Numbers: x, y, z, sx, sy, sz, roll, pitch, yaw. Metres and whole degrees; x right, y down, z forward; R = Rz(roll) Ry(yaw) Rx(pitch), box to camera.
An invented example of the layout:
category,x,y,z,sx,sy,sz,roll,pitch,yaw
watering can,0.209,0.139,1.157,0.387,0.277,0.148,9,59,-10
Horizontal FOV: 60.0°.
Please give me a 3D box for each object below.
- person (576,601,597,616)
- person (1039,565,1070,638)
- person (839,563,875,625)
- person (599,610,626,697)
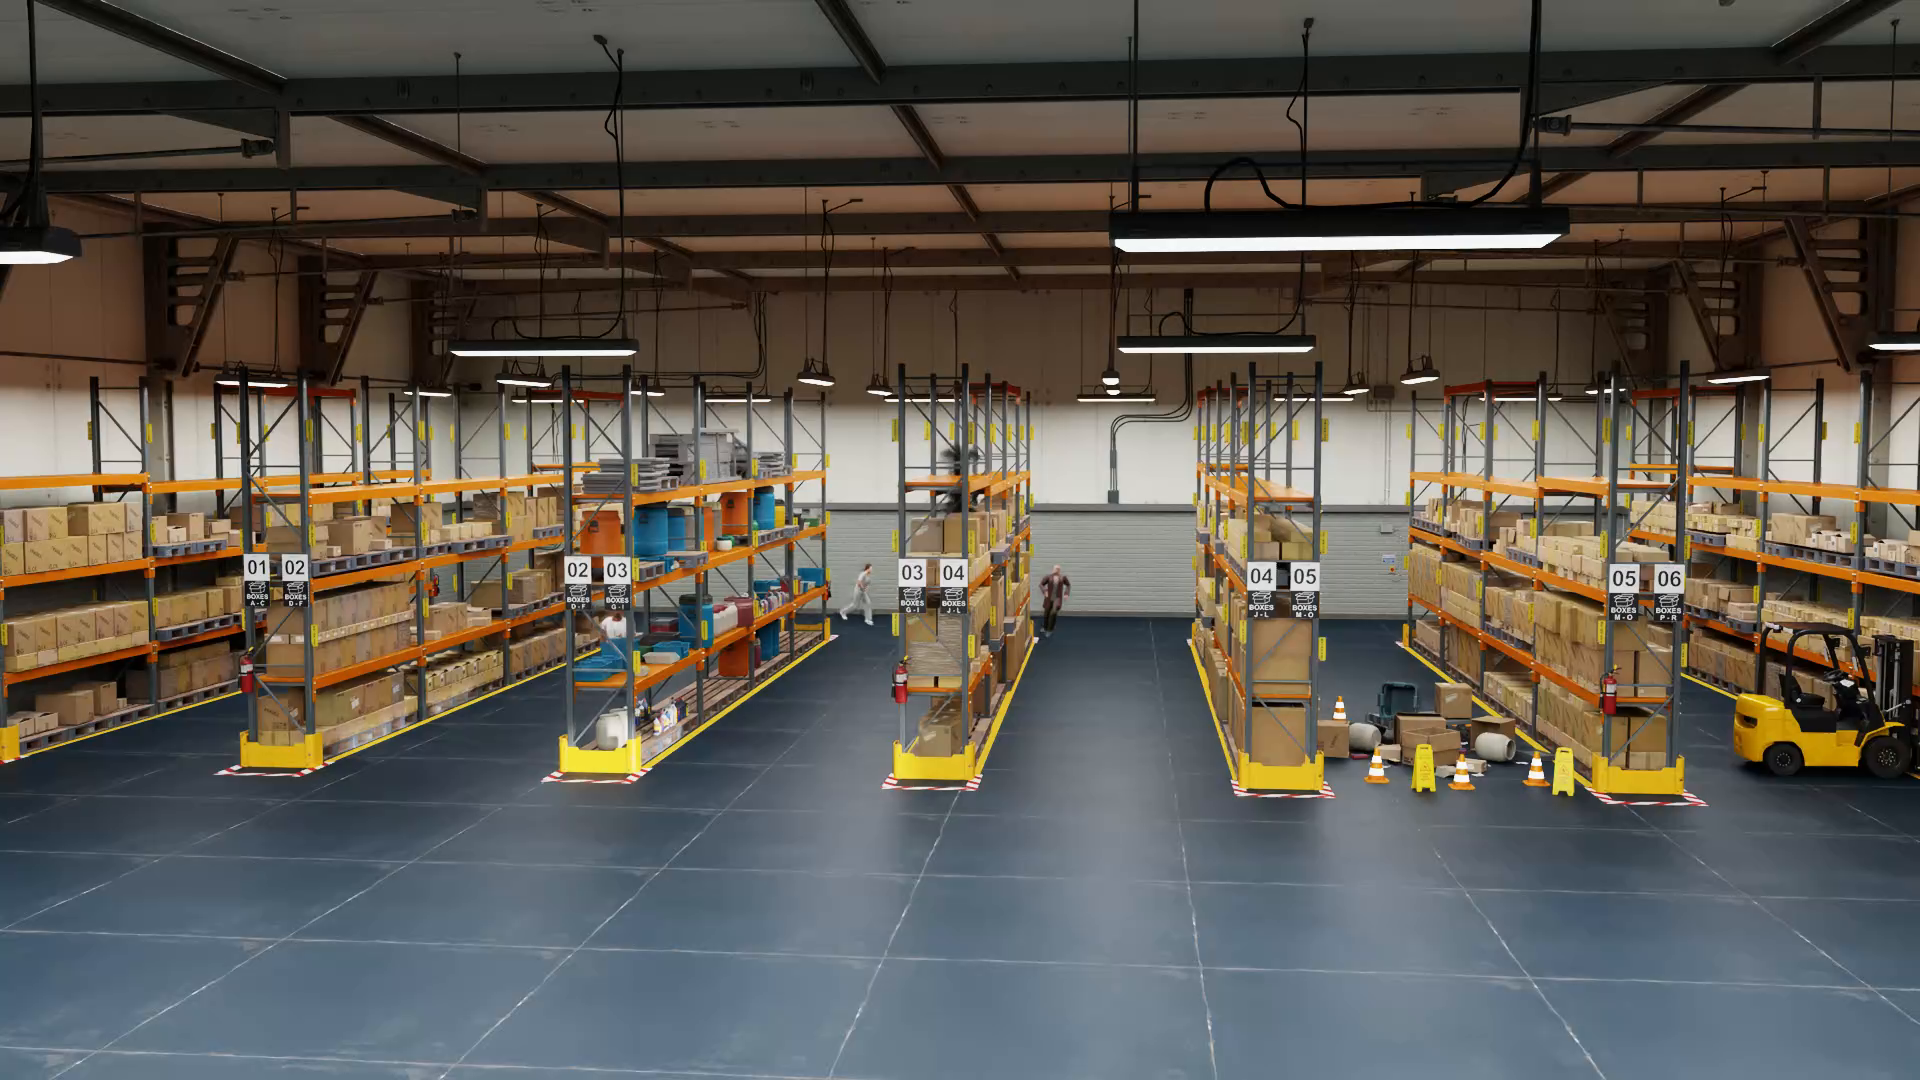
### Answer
category,x,y,z,sx,sy,sz,roll,pitch,yaw
person,-9.753,1.437,43.321,0.790,1.647,0.600,2,4,25
person,2.328,1.504,41.076,0.762,1.806,0.761,1,4,8
person,-2.696,1.418,43.694,0.995,1.626,0.594,1,4,13
person,-6.555,2.090,31.697,0.696,1.789,0.720,0,4,-2
